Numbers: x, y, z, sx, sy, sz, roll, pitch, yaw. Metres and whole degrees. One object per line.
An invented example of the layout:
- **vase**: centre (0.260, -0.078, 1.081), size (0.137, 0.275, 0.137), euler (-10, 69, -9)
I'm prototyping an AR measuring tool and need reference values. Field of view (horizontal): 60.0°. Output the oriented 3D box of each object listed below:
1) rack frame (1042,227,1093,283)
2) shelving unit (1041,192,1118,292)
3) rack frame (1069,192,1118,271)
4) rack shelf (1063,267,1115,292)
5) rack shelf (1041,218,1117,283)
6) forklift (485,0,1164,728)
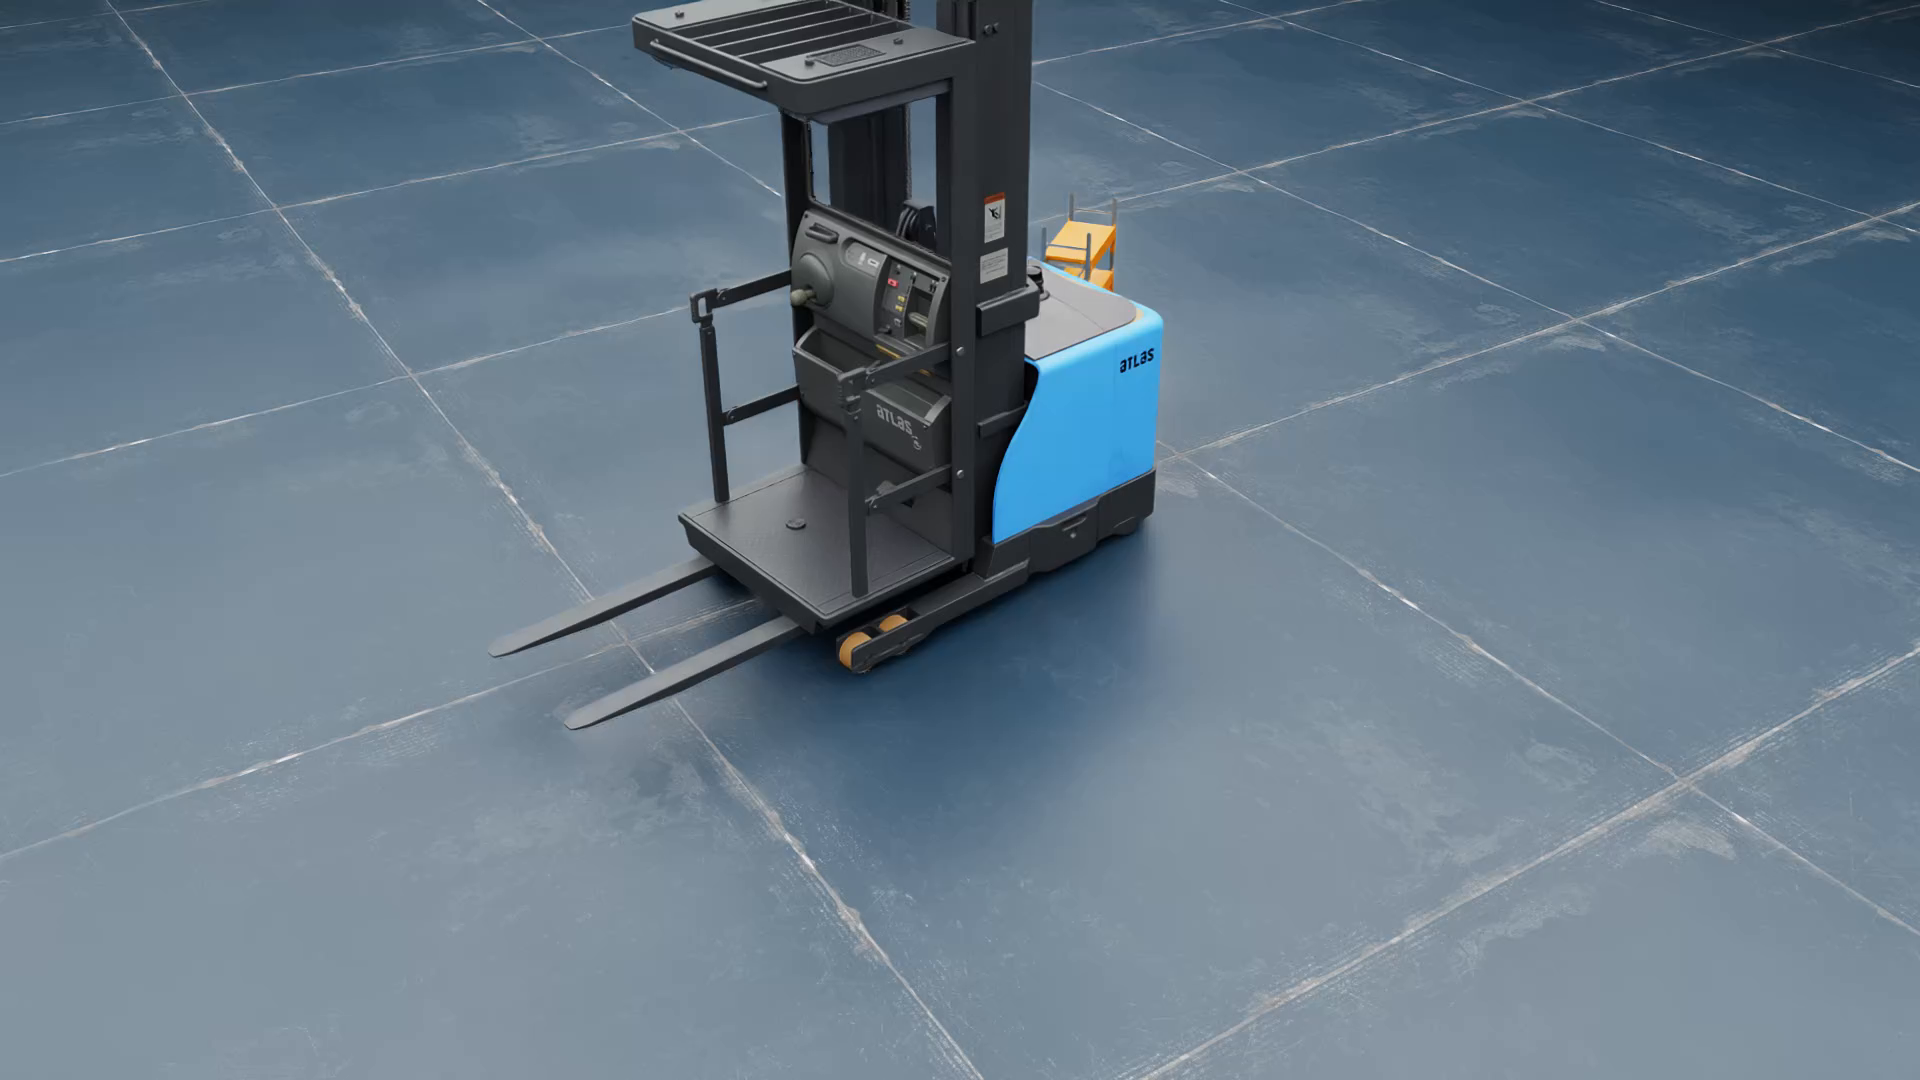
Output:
- **rack frame**: centre (0.508, -0.945, 8.123), size (0.240, 1.200, 0.015), euler (10, 34, 15)
- **shelving unit**: centre (0.584, -1.069, 8.319), size (0.258, 1.200, 0.503), euler (10, 34, 15)
- **rack frame**: centre (0.659, -1.192, 8.516), size (0.240, 1.200, 0.015), euler (10, 34, 15)
- **rack shelf**: centre (0.584, -1.201, 8.236), size (0.258, 0.148, 0.480), euler (10, 34, 15)
- **rack shelf**: centre (0.584, -1.401, 8.110), size (0.258, 0.148, 0.480), euler (10, 34, 15)
- **forklift**: centre (-0.533, -1.008, 6.601), size (3.031, 2.935, 1.130), euler (-24, 40, -33)
